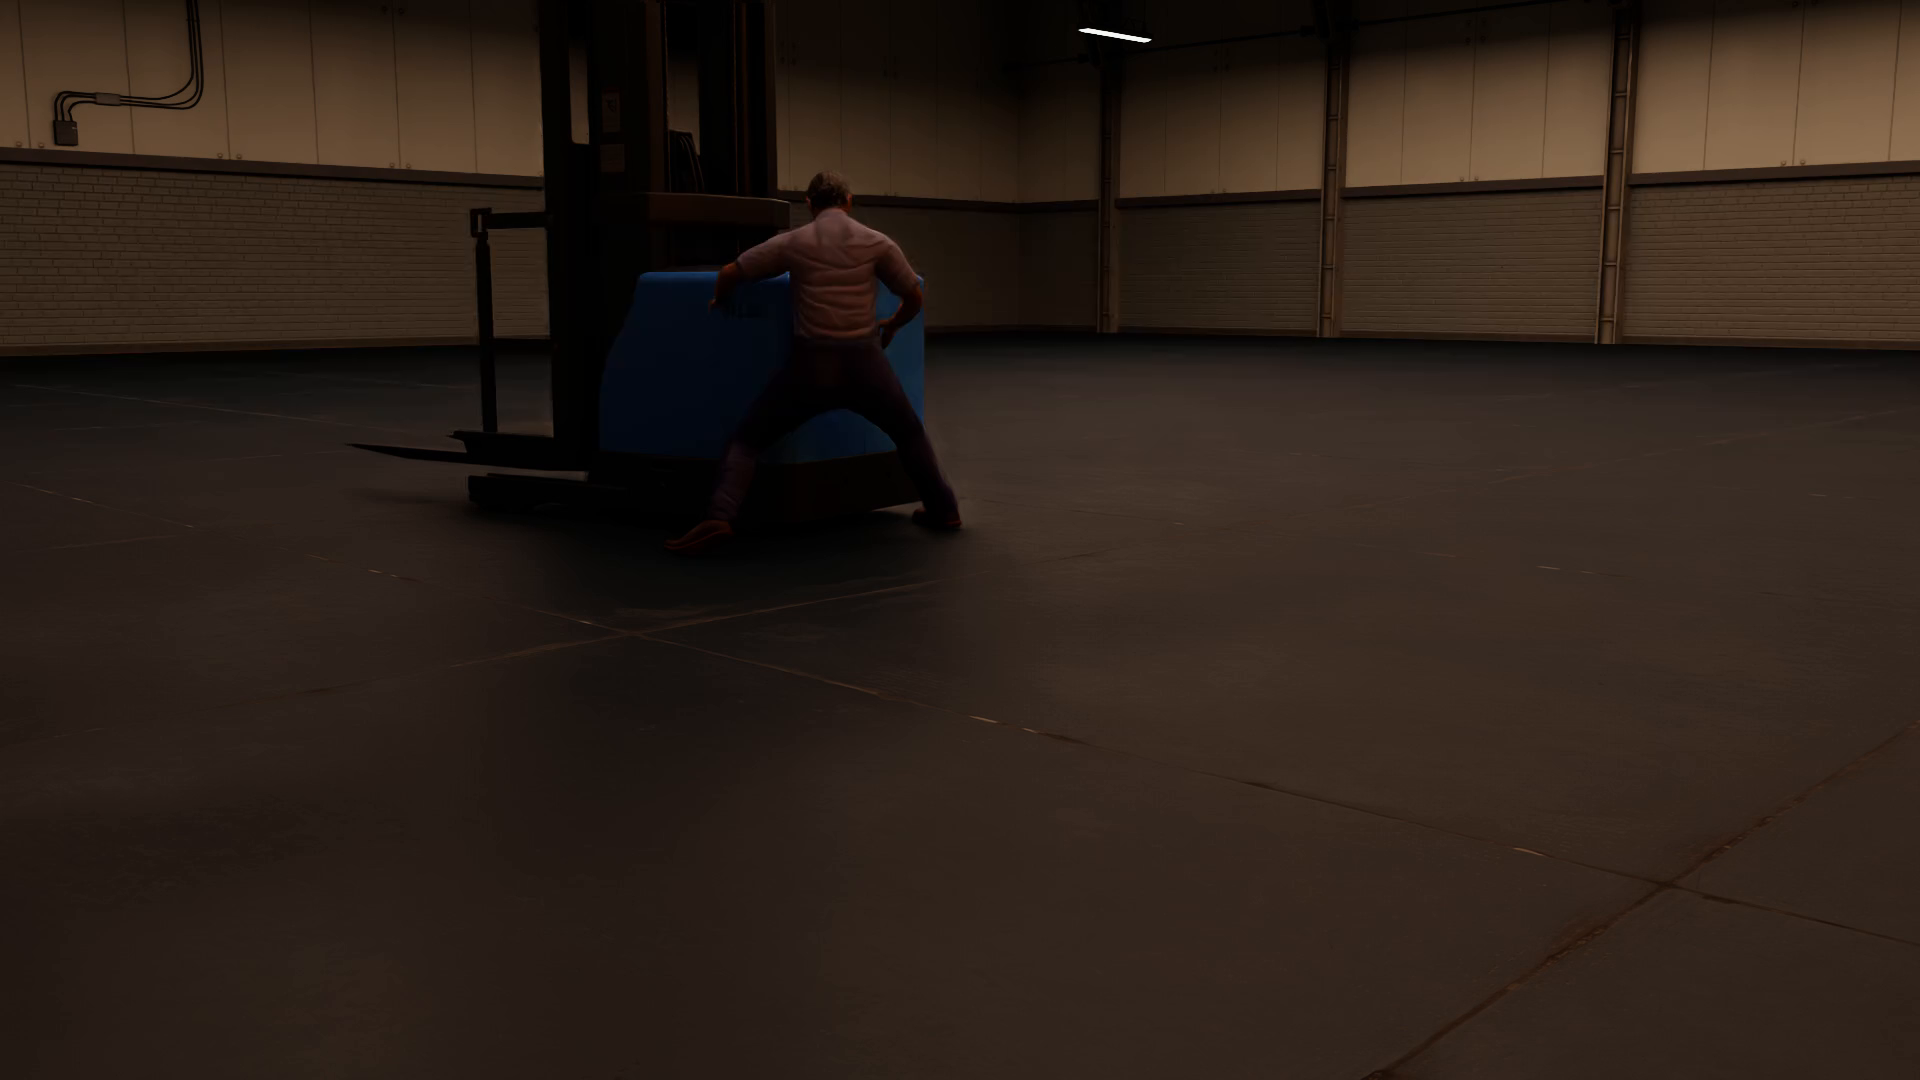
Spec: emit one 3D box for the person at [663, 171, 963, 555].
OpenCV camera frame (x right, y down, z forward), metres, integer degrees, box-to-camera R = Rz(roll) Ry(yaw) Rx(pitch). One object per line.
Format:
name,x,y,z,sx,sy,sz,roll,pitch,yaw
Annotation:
person,-0.566,-0.717,6.603,1.234,1.463,0.892,-1,9,-9

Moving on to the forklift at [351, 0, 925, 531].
forklift,-1.649,-1.629,7.689,3.031,2.935,1.130,6,10,34
